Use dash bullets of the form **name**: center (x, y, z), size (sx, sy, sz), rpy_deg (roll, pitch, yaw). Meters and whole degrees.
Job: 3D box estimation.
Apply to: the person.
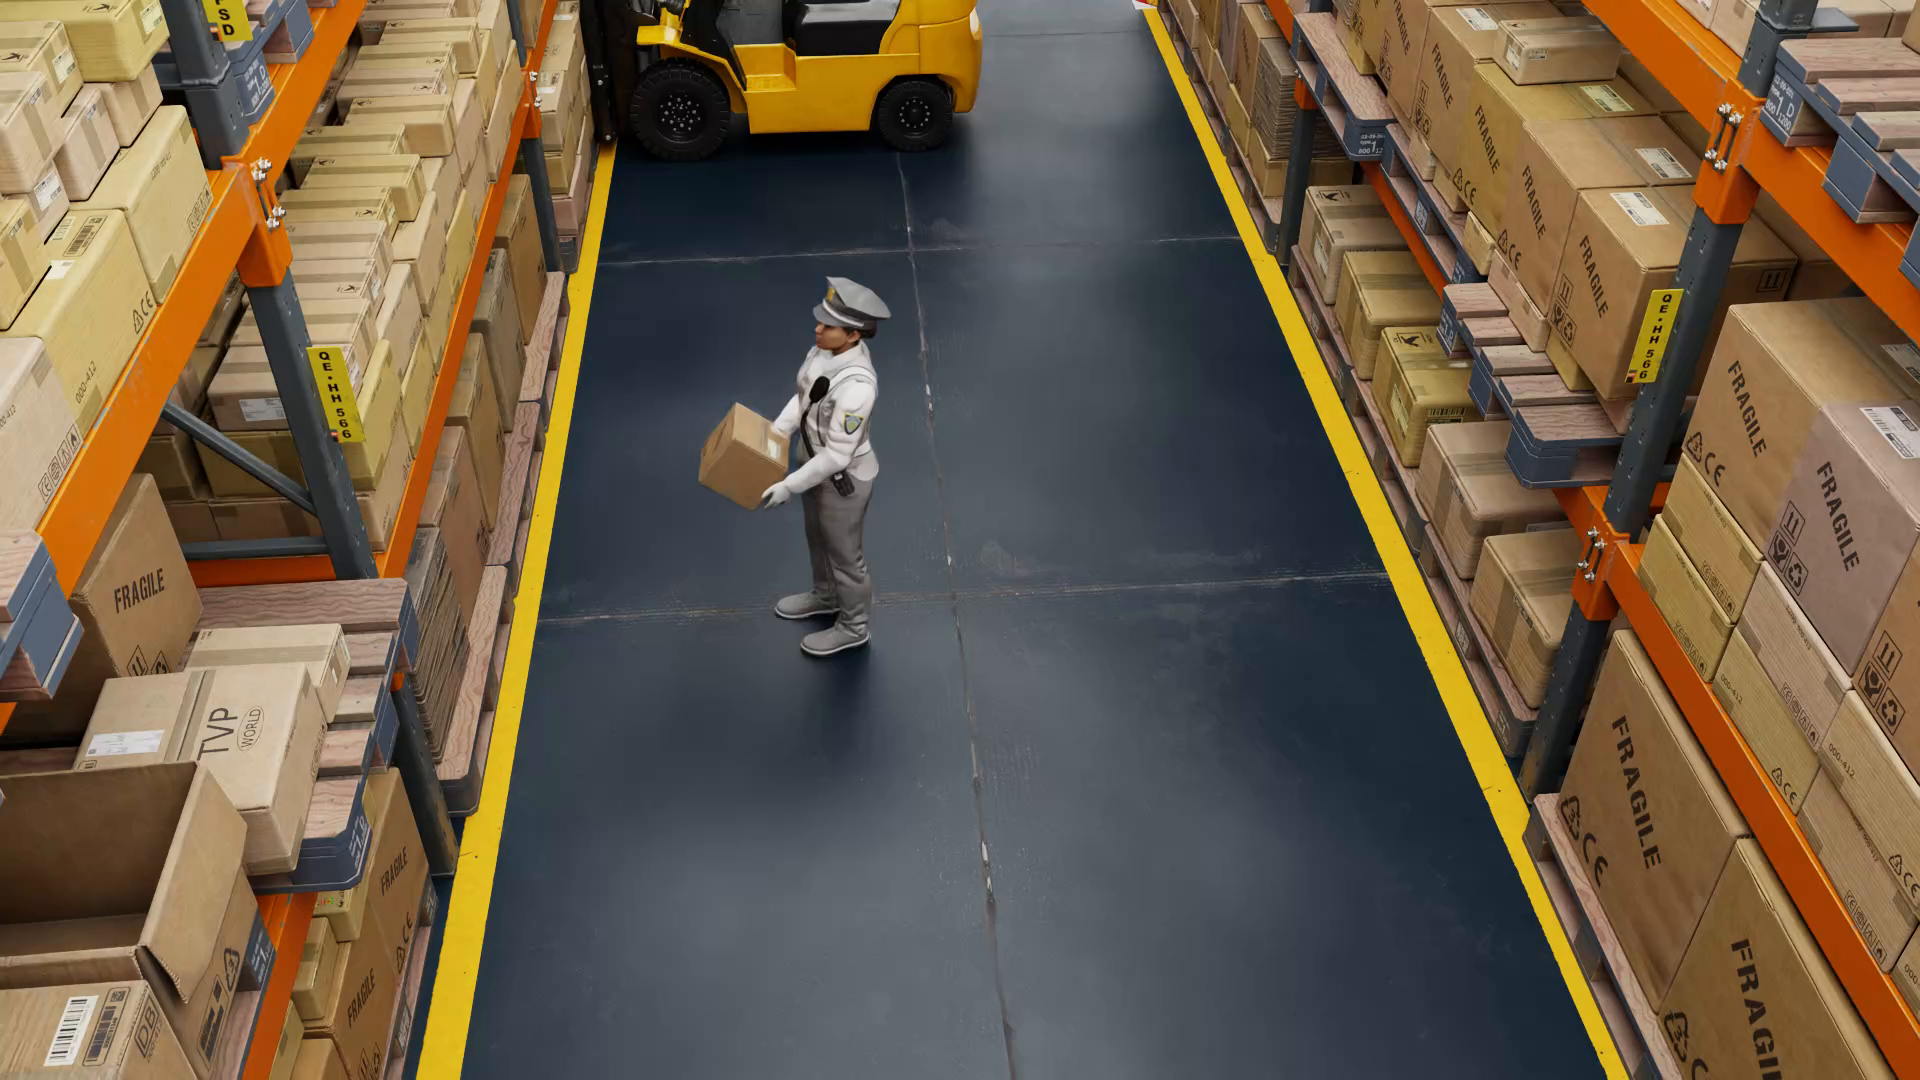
- **person**: center (-0.528, -0.259, 6.440), size (0.535, 1.701, 0.511), rpy_deg (-11, 41, -13)
